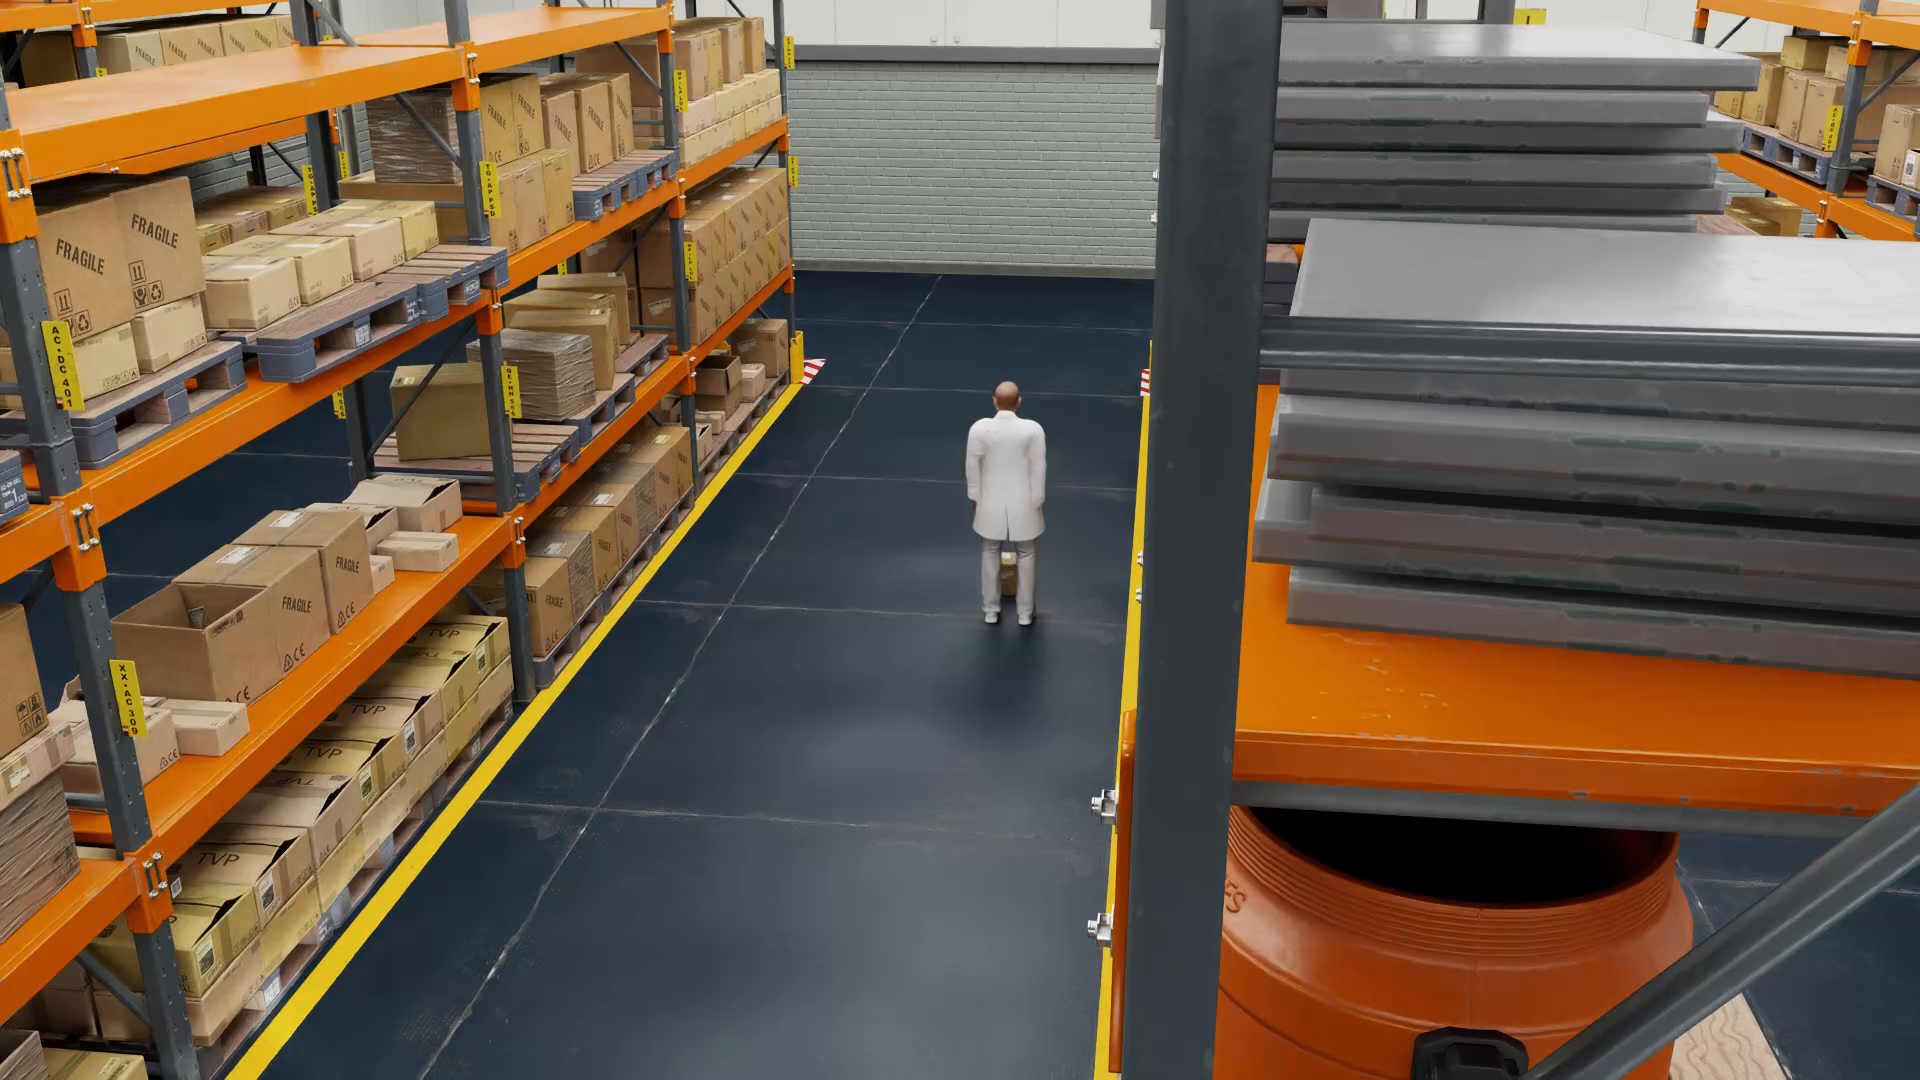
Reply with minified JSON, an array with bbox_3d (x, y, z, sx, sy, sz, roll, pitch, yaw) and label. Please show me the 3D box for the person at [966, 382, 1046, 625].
[{"bbox_3d":[0.328,-0.265,11.834,0.572,1.762,0.378,3,21,8],"label":"person"}]
